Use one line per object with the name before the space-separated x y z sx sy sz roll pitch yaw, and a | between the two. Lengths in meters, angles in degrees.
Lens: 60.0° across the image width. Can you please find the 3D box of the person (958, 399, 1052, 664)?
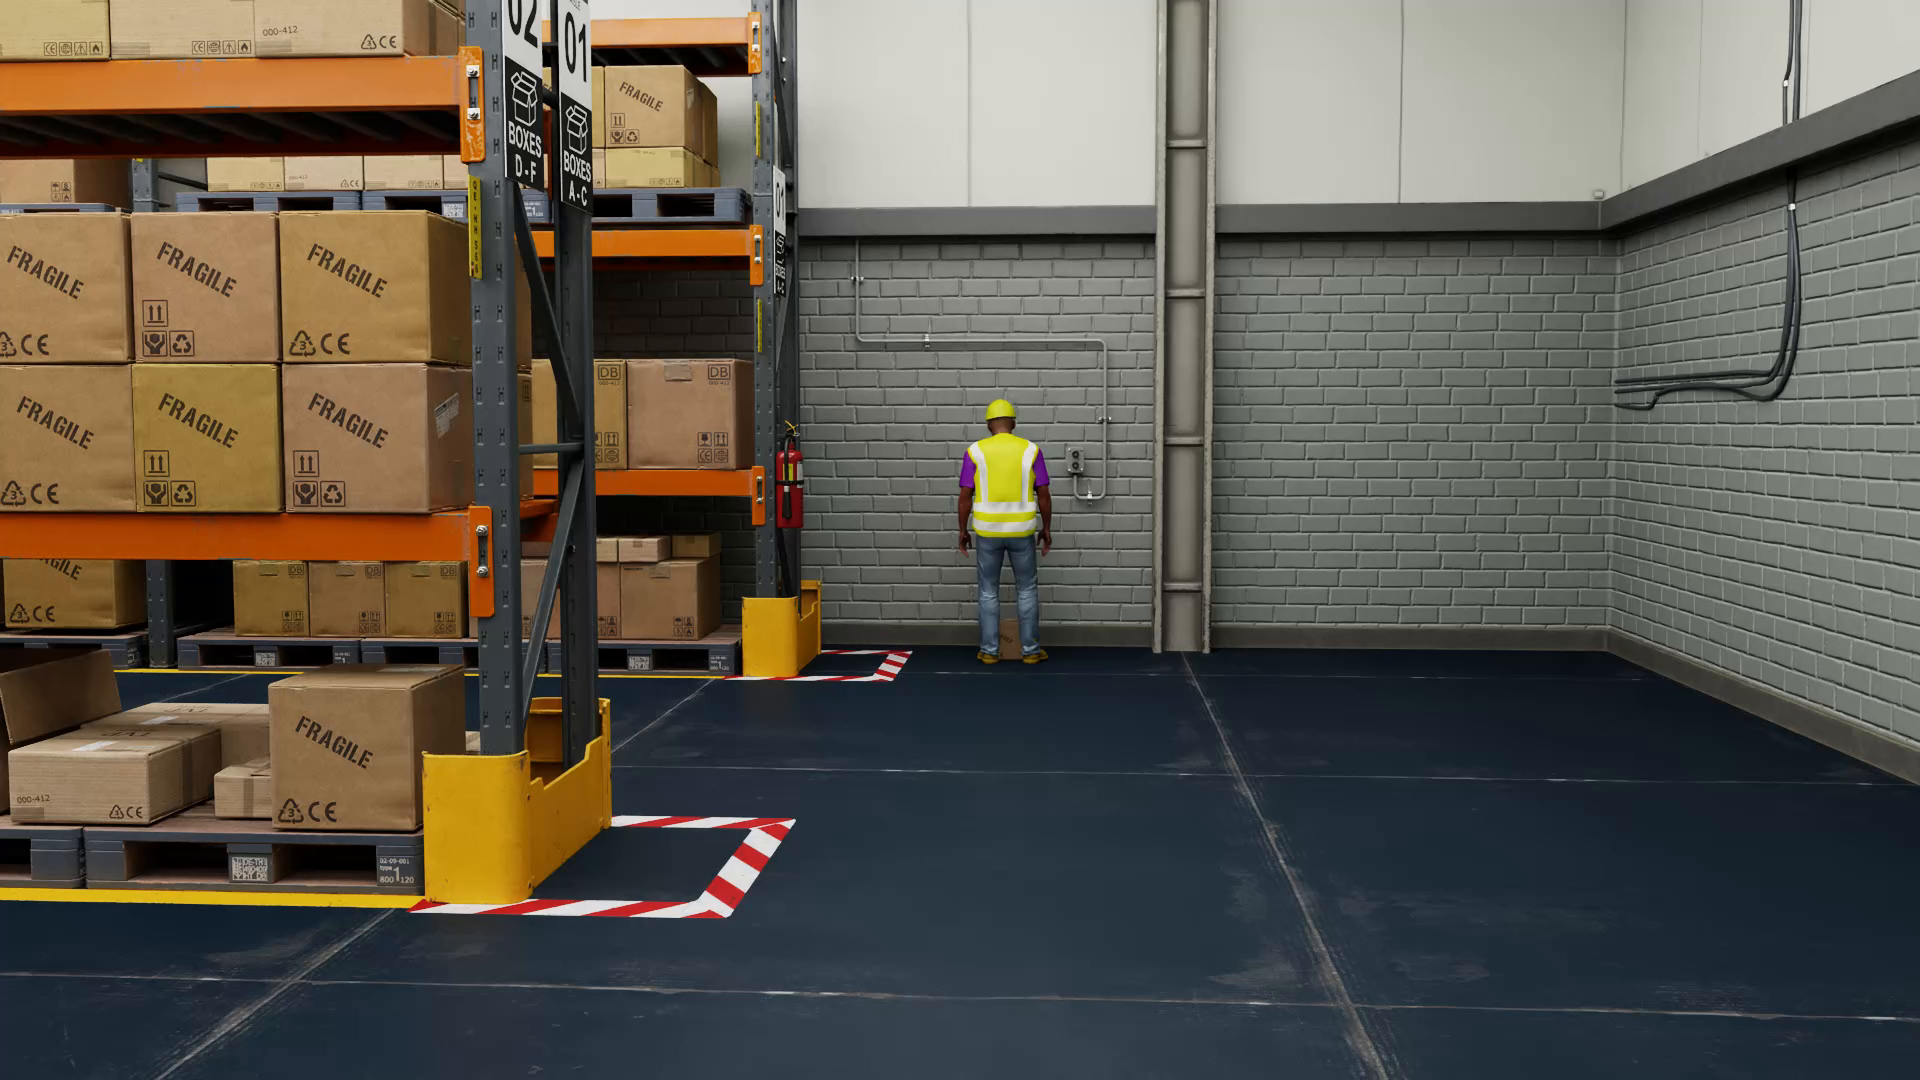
person | 0.299 -0.060 11.094 0.629 1.759 0.460 0 4 0
